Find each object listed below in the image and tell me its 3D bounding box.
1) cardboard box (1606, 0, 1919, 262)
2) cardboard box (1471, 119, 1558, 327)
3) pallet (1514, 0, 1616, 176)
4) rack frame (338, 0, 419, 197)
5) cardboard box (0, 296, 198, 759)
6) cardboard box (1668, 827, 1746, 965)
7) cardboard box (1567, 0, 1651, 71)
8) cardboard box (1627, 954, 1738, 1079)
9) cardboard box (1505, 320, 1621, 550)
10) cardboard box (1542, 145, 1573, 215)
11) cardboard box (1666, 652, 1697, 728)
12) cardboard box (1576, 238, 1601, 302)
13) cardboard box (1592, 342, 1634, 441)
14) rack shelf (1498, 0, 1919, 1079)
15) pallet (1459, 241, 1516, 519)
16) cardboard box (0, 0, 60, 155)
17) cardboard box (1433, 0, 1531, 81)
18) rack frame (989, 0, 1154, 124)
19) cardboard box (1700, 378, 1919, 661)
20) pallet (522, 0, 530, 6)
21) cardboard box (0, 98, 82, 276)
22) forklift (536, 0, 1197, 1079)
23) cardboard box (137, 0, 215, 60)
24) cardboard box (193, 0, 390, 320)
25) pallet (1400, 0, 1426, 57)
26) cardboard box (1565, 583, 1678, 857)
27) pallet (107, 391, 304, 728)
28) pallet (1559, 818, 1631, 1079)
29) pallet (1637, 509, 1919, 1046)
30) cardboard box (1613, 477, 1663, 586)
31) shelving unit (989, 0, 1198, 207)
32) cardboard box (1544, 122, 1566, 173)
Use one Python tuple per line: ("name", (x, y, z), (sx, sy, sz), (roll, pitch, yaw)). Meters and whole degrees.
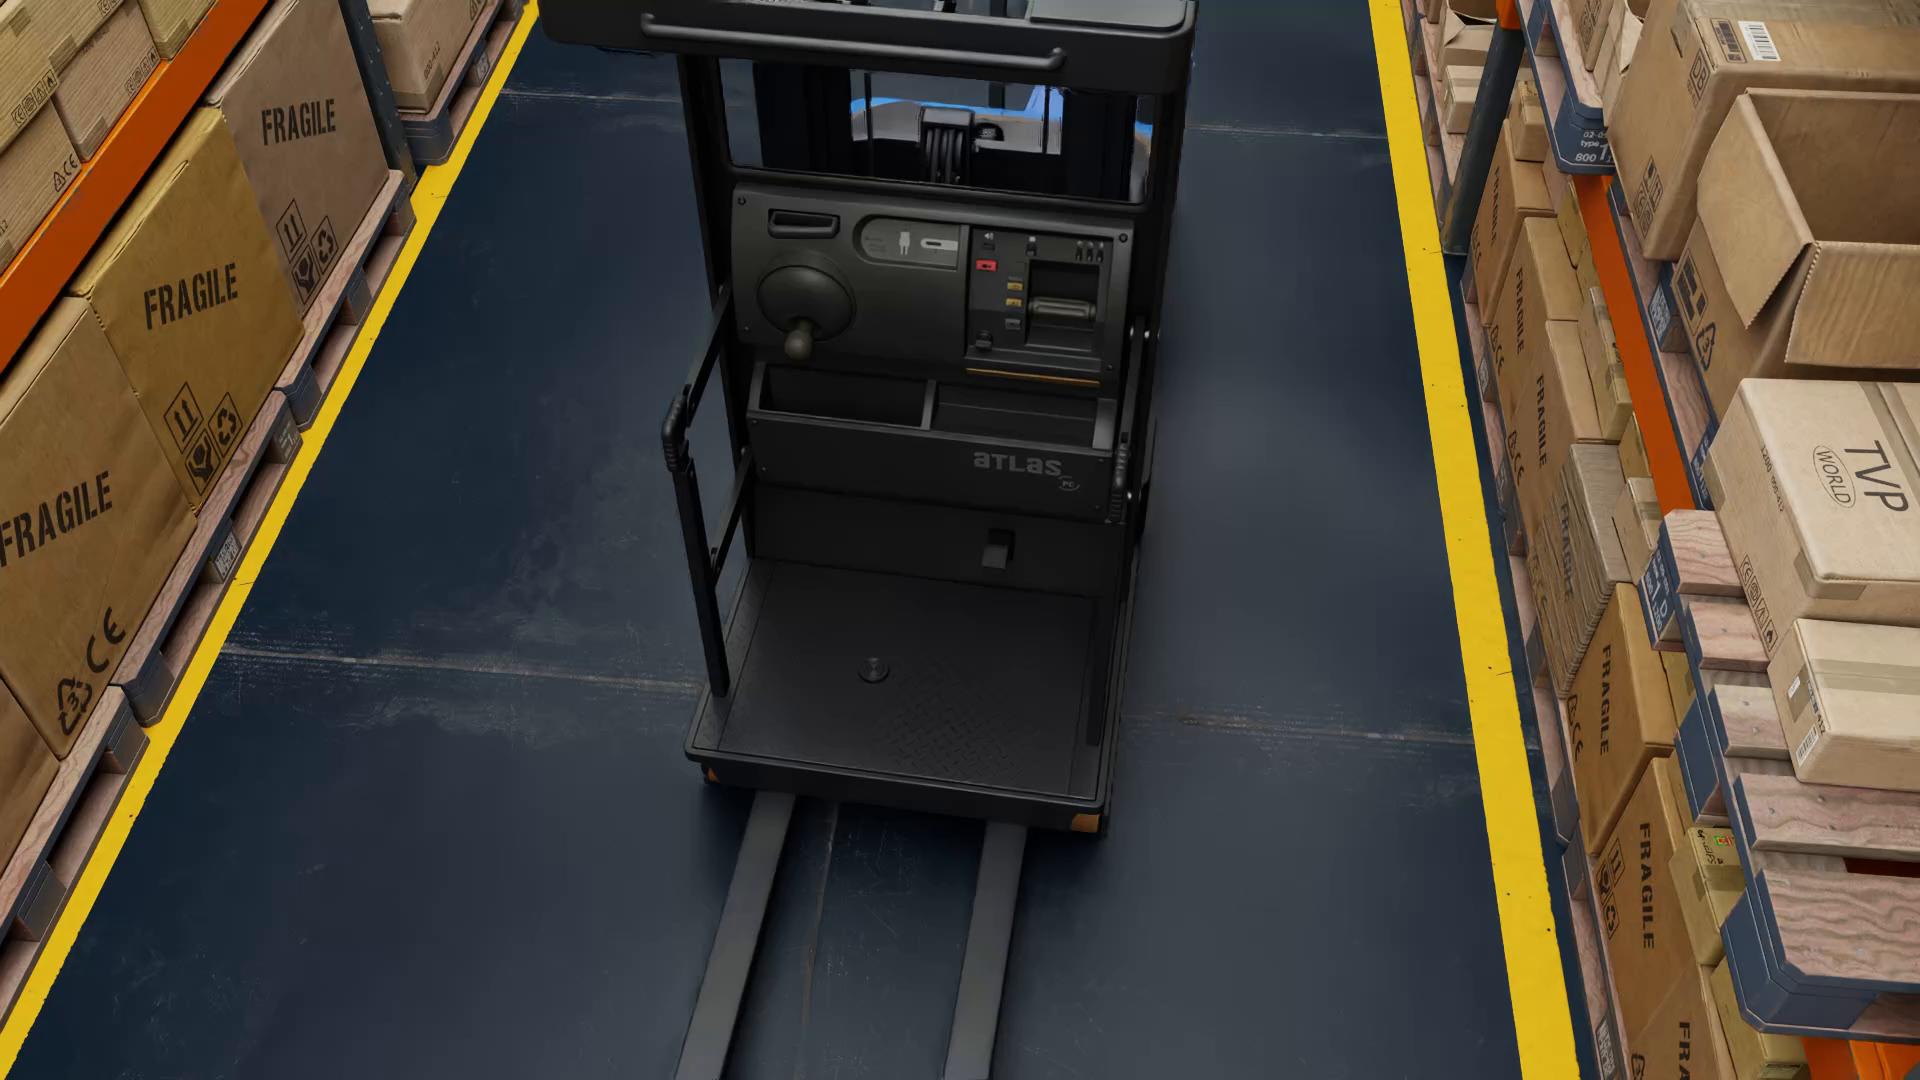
("cardboard box", (1.924, -0.964, 3.746), (0.700, 0.500, 0.500), (4, 48, 3))
("cardboard box", (2.041, -1.044, 5.581), (0.500, 0.500, 0.500), (6, 48, 5))
("pallet", (2.128, -1.441, 4.666), (1.003, 0.211, 1.213), (4, 48, 4))
("rack frame", (-2.634, -2.417, 5.428), (1.000, 3.000, 0.127), (4, 48, 4))
("cardboard box", (-2.767, -0.059, 4.427), (0.875, 0.875, 0.875), (4, 48, 4))
("cardboard box", (1.732, 0.754, 3.498), (0.380, 0.149, 0.250), (2, 48, 2))
("cardboard box", (1.995, -1.540, 4.274), (0.700, 0.500, 0.500), (4, 48, 4))
("cardboard box", (1.769, 1.230, 3.502), (0.500, 0.500, 0.500), (5, 48, 5))
("cardboard box", (1.953, -0.285, 4.888), (0.500, 0.500, 0.500), (3, 48, 2))
("cardboard box", (2.064, -1.149, 5.237), (0.380, 0.149, 0.250), (3, 48, 2))
("cardboard box", (1.869, 0.372, 3.847), (0.380, 0.149, 0.250), (5, 48, 5))
("cardboard box", (2.040, -0.757, 4.879), (0.380, 0.149, 0.250), (3, 48, 3))
("cardboard box", (1.955, -0.394, 4.547), (0.380, 0.149, 0.250), (5, 48, 5))
("rack shelf", (2.127, -0.373, 4.046), (1.077, 0.370, 4.000), (4, 48, 4))
("pallet", (2.273, -0.545, 5.605), (1.003, 0.211, 1.213), (4, 48, 4))
("cardboard box", (-2.541, -1.068, 3.957), (0.500, 0.250, 0.500), (5, 48, 4))
("cardboard box", (2.100, -1.996, 6.611), (0.396, 0.266, 0.258), (5, 48, 5))
("rack frame", (0.334, -1.127, 5.264), (0.500, 1.500, 0.032), (11, 48, 10))
("cardboard box", (1.719, -0.035, 3.066), (0.500, 0.250, 0.500), (2, 48, 2))
("pallet", (-2.378, -2.928, 7.785), (1.003, 0.211, 1.213), (4, 48, 4))
("cardboard box", (-2.579, -0.896, 4.139), (0.500, 0.250, 0.500), (4, 48, 4))
("forklift", (-0.103, -0.487, 3.709), (1.130, 2.935, 3.031), (7, 48, 6))
("cardboard box", (-2.471, -1.646, 4.824), (0.500, 0.250, 0.500), (3, 48, 3))
("cardboard box", (-2.611, -1.381, 5.635), (0.875, 0.875, 0.875), (5, 48, 5))
("pallet", (2.482, -2.548, 7.438), (1.003, 0.211, 1.213), (4, 48, 4))
("cardboard box", (1.871, 0.478, 4.189), (0.500, 0.500, 0.500), (6, 48, 5))
("pallet", (-2.738, -0.005, 5.111), (1.003, 0.211, 1.213), (4, 48, 4))
("pallet", (2.051, 1.248, 3.965), (1.003, 0.211, 1.213), (4, 48, 4))
("pallet", (1.937, 0.415, 2.967), (1.213, 0.211, 1.003), (4, 48, 4))
("cardboard box", (1.887, -0.016, 4.202), (0.380, 0.149, 0.250), (2, 48, 2))
("shelving unit", (0.461, -1.490, 5.596), (0.538, 1.500, 1.048), (11, 48, 10))
("cardboard box", (2.036, -1.263, 5.141), (0.380, 0.149, 0.250), (2, 48, 2))
